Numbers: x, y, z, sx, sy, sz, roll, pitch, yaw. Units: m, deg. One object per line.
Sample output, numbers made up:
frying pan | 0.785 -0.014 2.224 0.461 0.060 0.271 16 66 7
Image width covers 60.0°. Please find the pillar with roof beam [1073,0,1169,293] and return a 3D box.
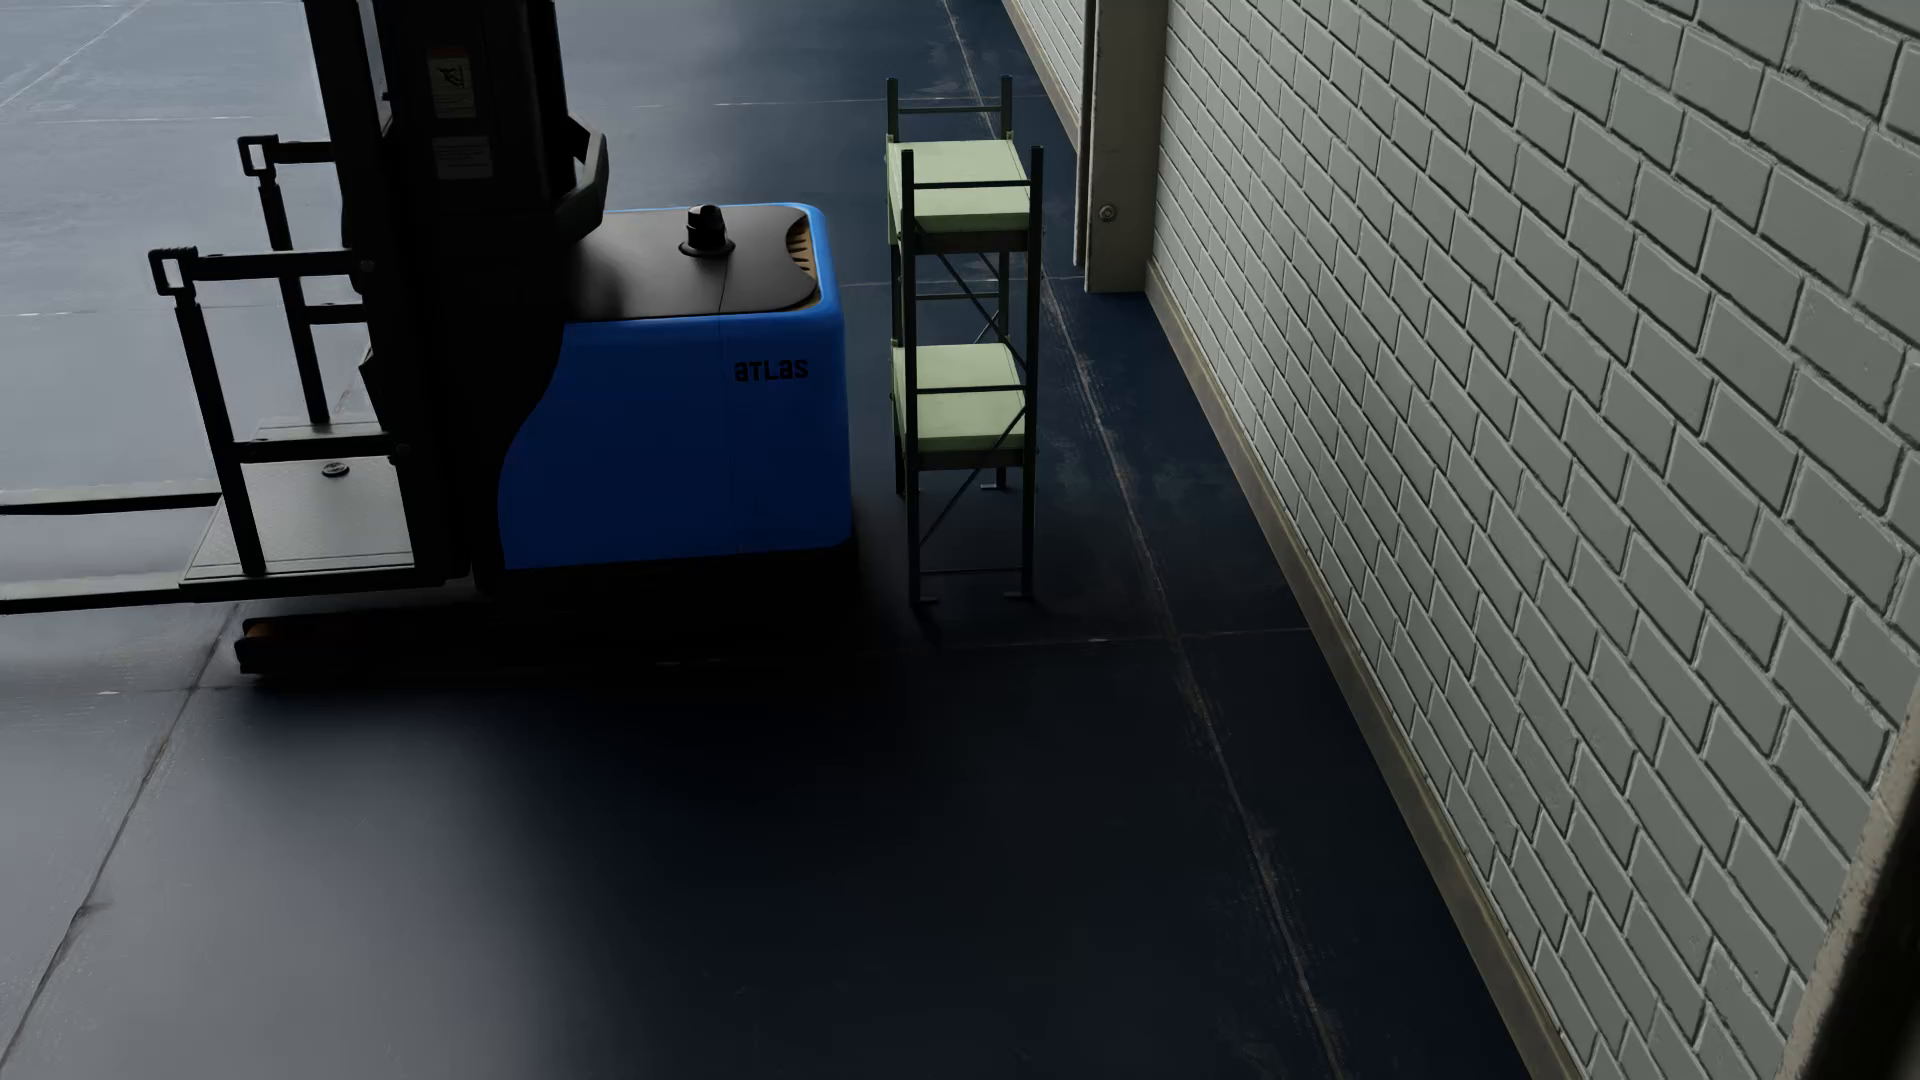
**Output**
pillar with roof beam | -3.570 -4.902 5.181 9.100 9.000 0.400 -3 31 -5

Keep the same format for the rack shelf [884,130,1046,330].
rack shelf | 0.001 -0.976 5.160 0.431 0.370 0.720 -3 31 -5

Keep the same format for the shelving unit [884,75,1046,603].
shelving unit | 0.001 -0.640 5.360 0.431 1.500 0.755 -3 31 -5

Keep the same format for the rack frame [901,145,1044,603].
rack frame | 0.035 -0.454 5.047 0.400 1.500 0.023 -3 31 -5

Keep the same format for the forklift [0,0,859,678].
forklift | -1.881 -1.130 4.783 3.031 2.935 1.130 -4 31 -7

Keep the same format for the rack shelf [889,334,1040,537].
rack shelf | 0.001 -0.361 5.527 0.431 0.370 0.720 -3 31 -5

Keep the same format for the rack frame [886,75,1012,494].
rack frame | -0.034 -0.827 5.673 0.400 1.500 0.023 -3 31 -5
